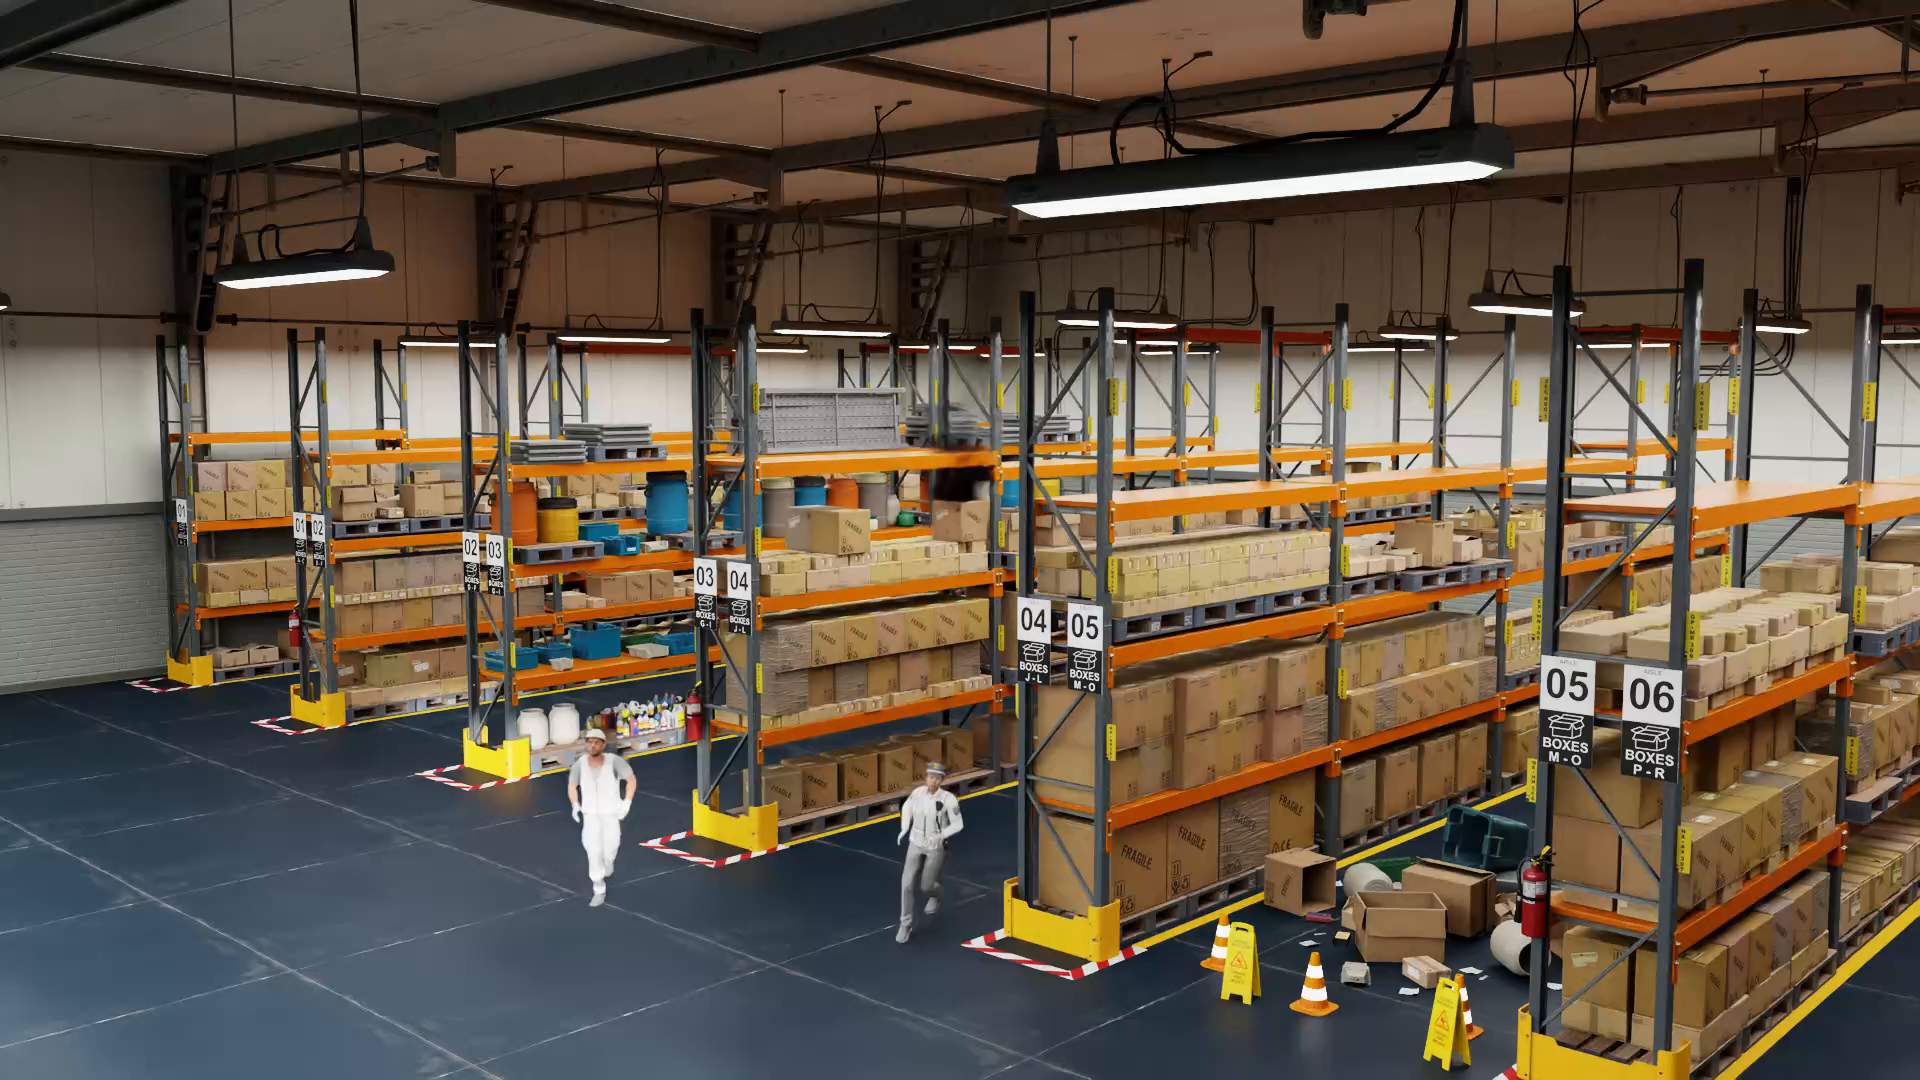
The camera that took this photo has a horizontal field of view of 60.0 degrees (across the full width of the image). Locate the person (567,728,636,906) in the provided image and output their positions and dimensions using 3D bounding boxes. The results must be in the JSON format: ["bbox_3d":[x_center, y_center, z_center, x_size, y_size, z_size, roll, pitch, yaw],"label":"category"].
[{"bbox_3d":[-3.591,2.738,16.687,0.678,1.761,0.667,0,5,-4],"label":"person"}]

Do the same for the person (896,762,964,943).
[{"bbox_3d":[-0.272,2.890,15.662,0.652,1.685,0.814,2,6,20],"label":"person"}]
